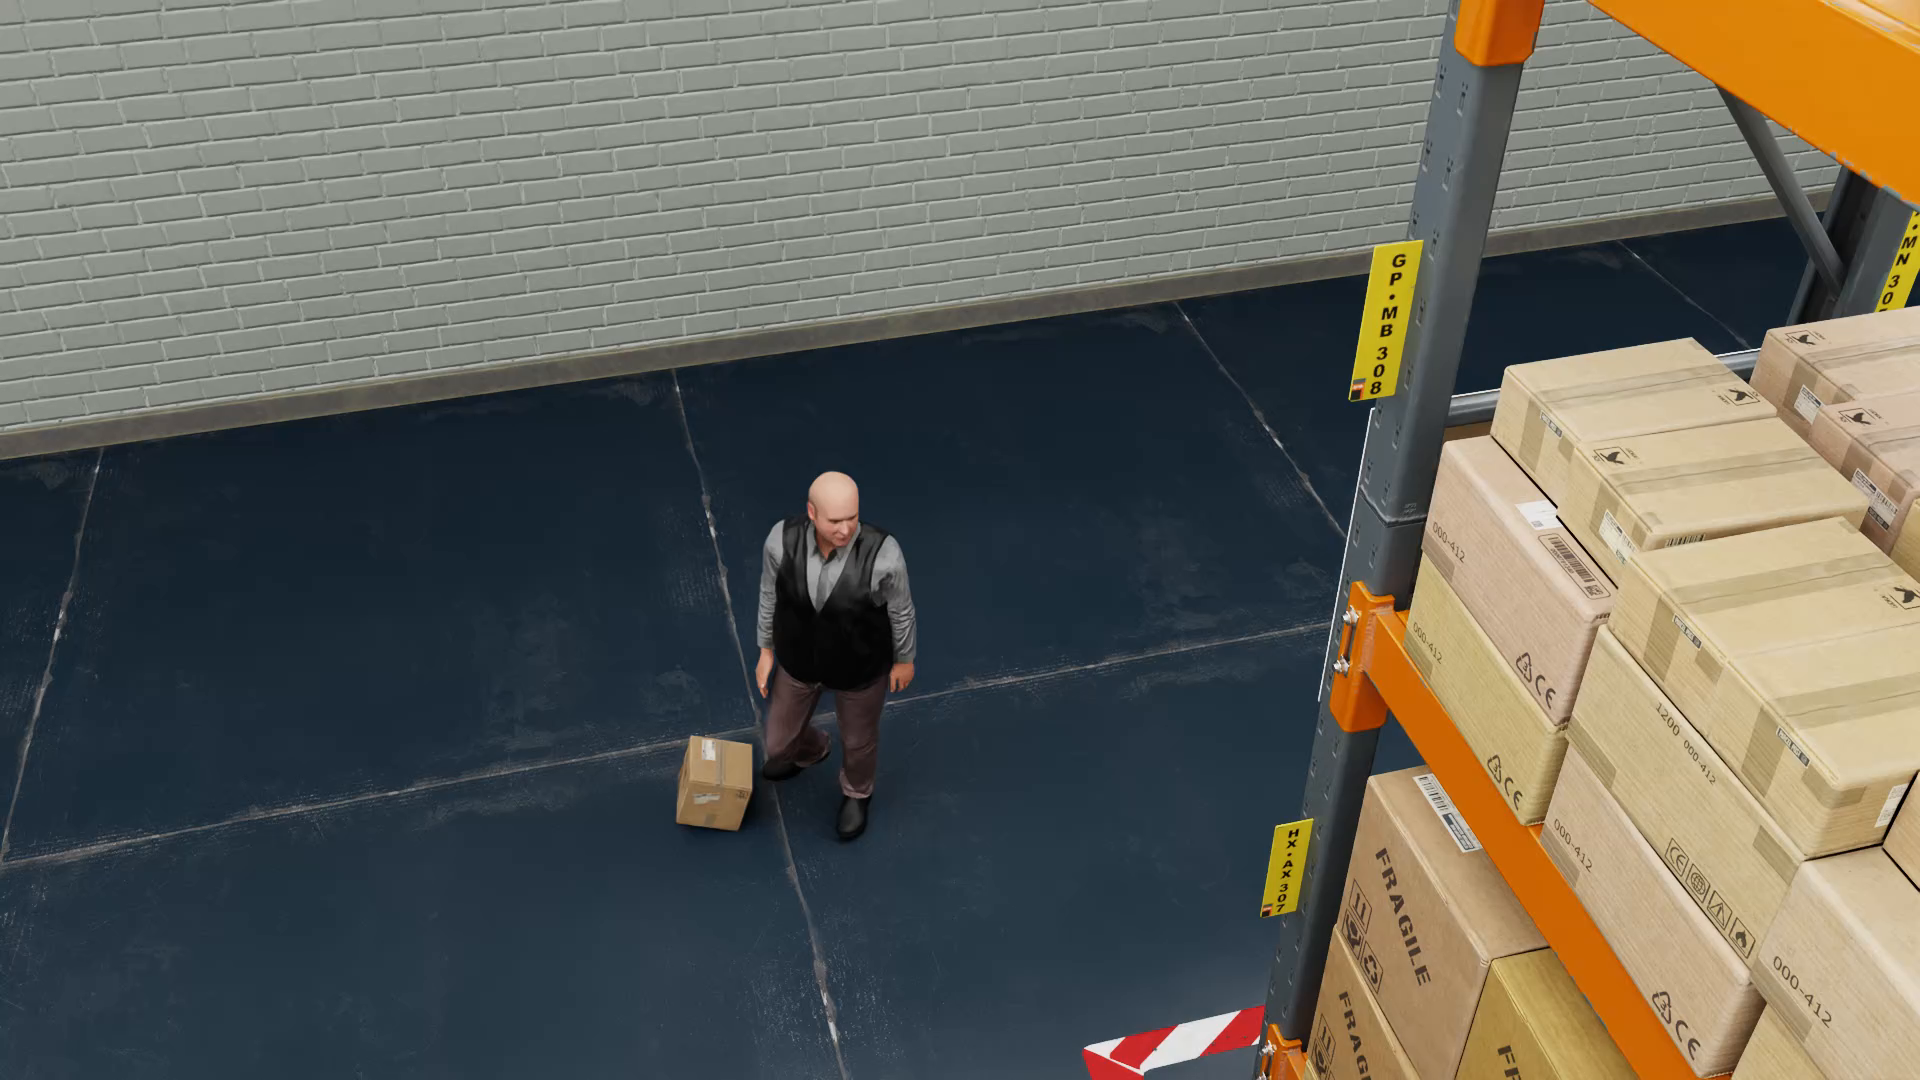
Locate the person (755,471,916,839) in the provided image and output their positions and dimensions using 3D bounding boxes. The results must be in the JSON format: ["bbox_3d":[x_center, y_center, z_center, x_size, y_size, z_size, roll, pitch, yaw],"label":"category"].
[{"bbox_3d":[-0.495,0.417,6.171,0.687,1.713,0.455,8,39,11],"label":"person"}]
